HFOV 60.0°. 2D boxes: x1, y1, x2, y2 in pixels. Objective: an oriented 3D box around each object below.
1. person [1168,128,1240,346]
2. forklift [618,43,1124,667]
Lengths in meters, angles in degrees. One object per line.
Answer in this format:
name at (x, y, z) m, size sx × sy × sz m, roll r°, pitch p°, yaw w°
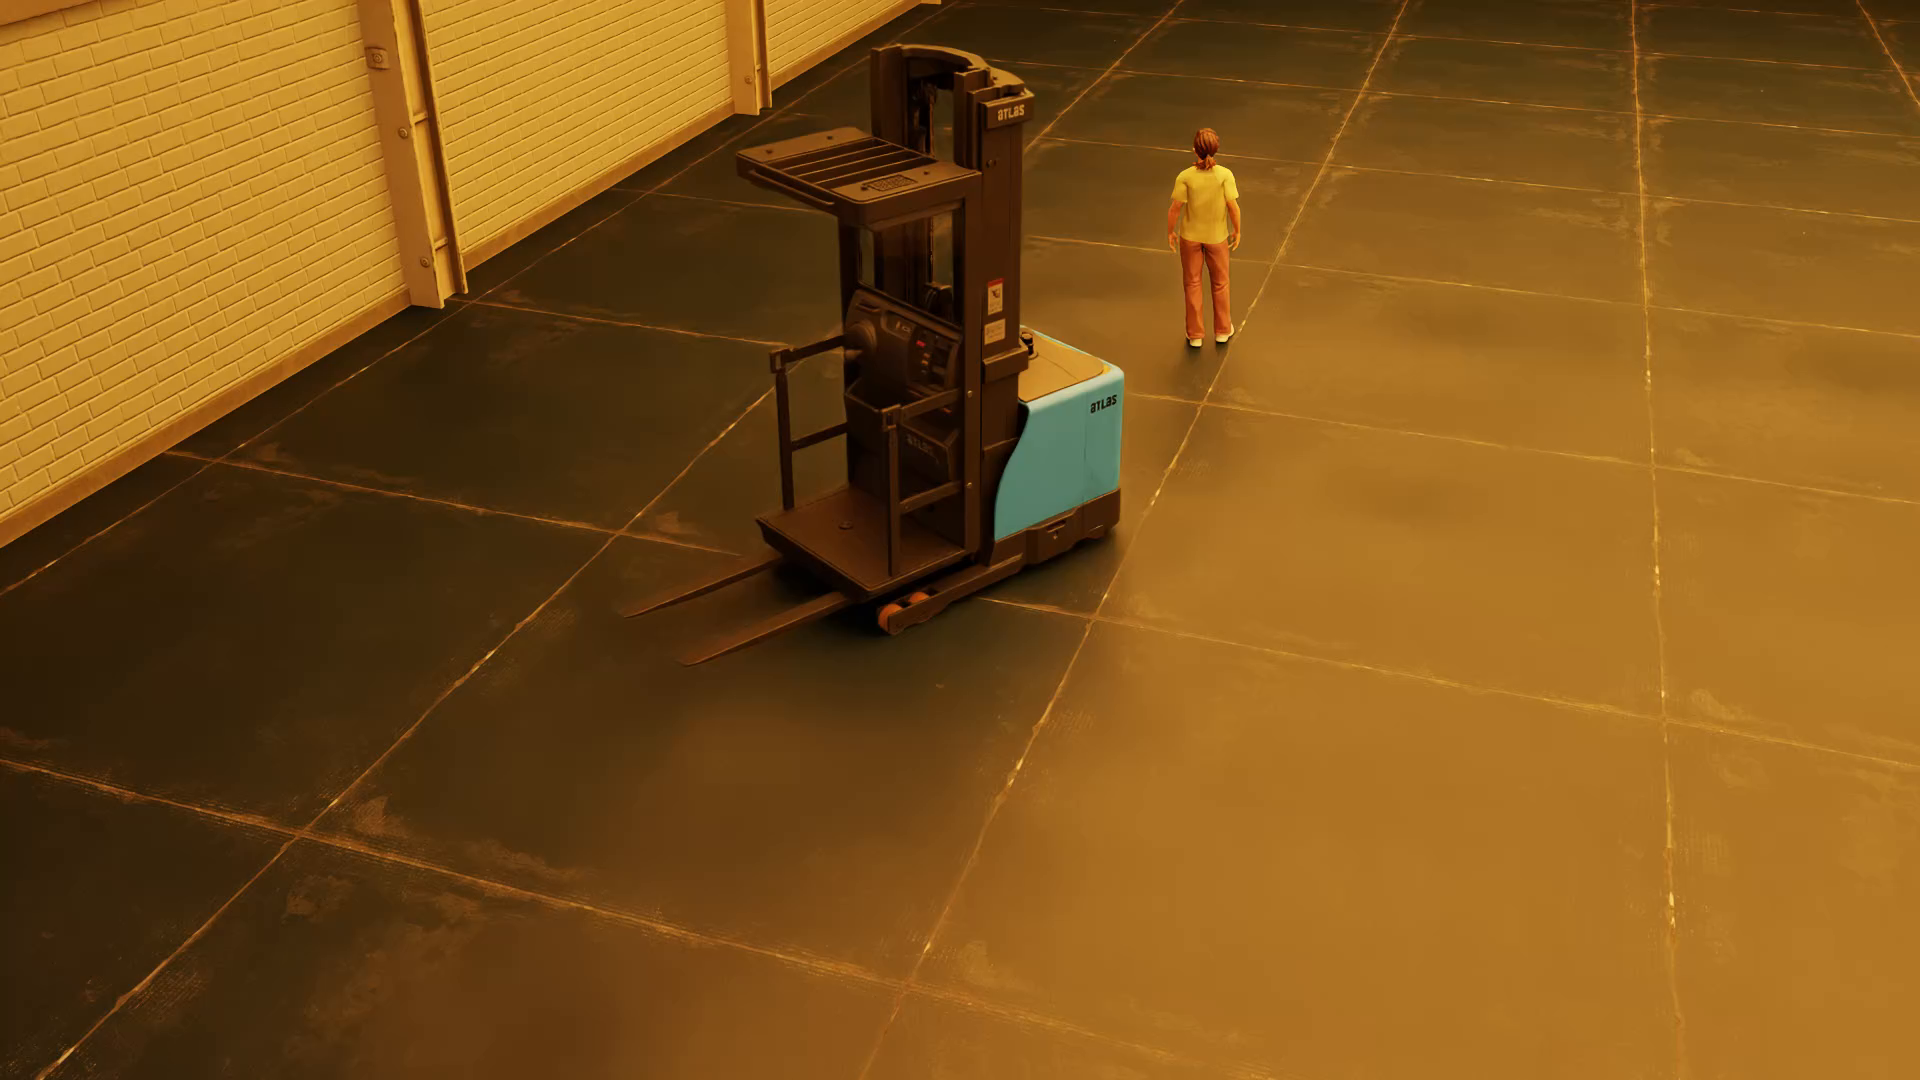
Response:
person at (1.818, -2.256, 12.346) m, size 0.553 × 1.675 × 0.549 m, roll 5°, pitch 30°, yaw 8°
forklift at (-0.477, -1.045, 8.969) m, size 3.031 × 2.935 × 1.130 m, roll -23°, pitch 37°, yaw -34°
